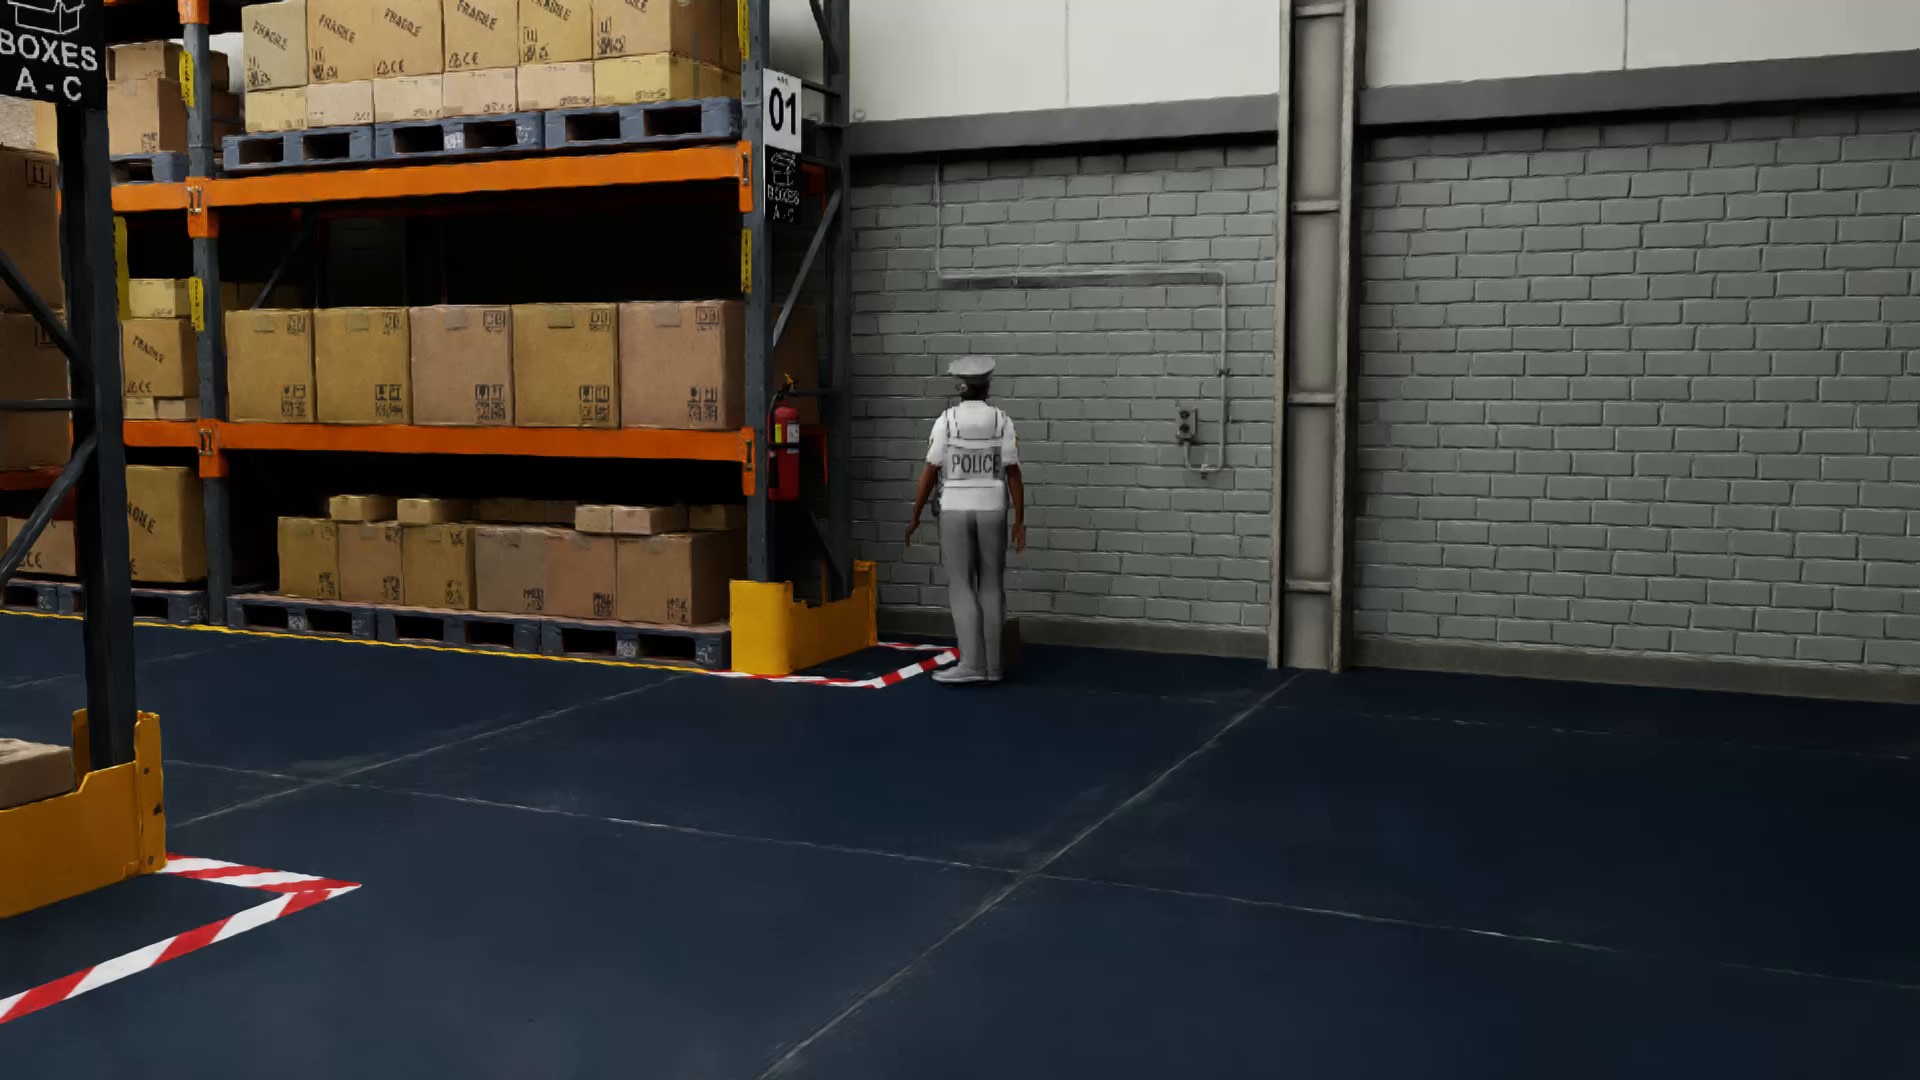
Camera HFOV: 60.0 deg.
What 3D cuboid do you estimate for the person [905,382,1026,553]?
[{"bbox_3d":[0.023,-0.429,8.553,0.604,0.988,0.335,-1,6,-12],"label":"person"}]
